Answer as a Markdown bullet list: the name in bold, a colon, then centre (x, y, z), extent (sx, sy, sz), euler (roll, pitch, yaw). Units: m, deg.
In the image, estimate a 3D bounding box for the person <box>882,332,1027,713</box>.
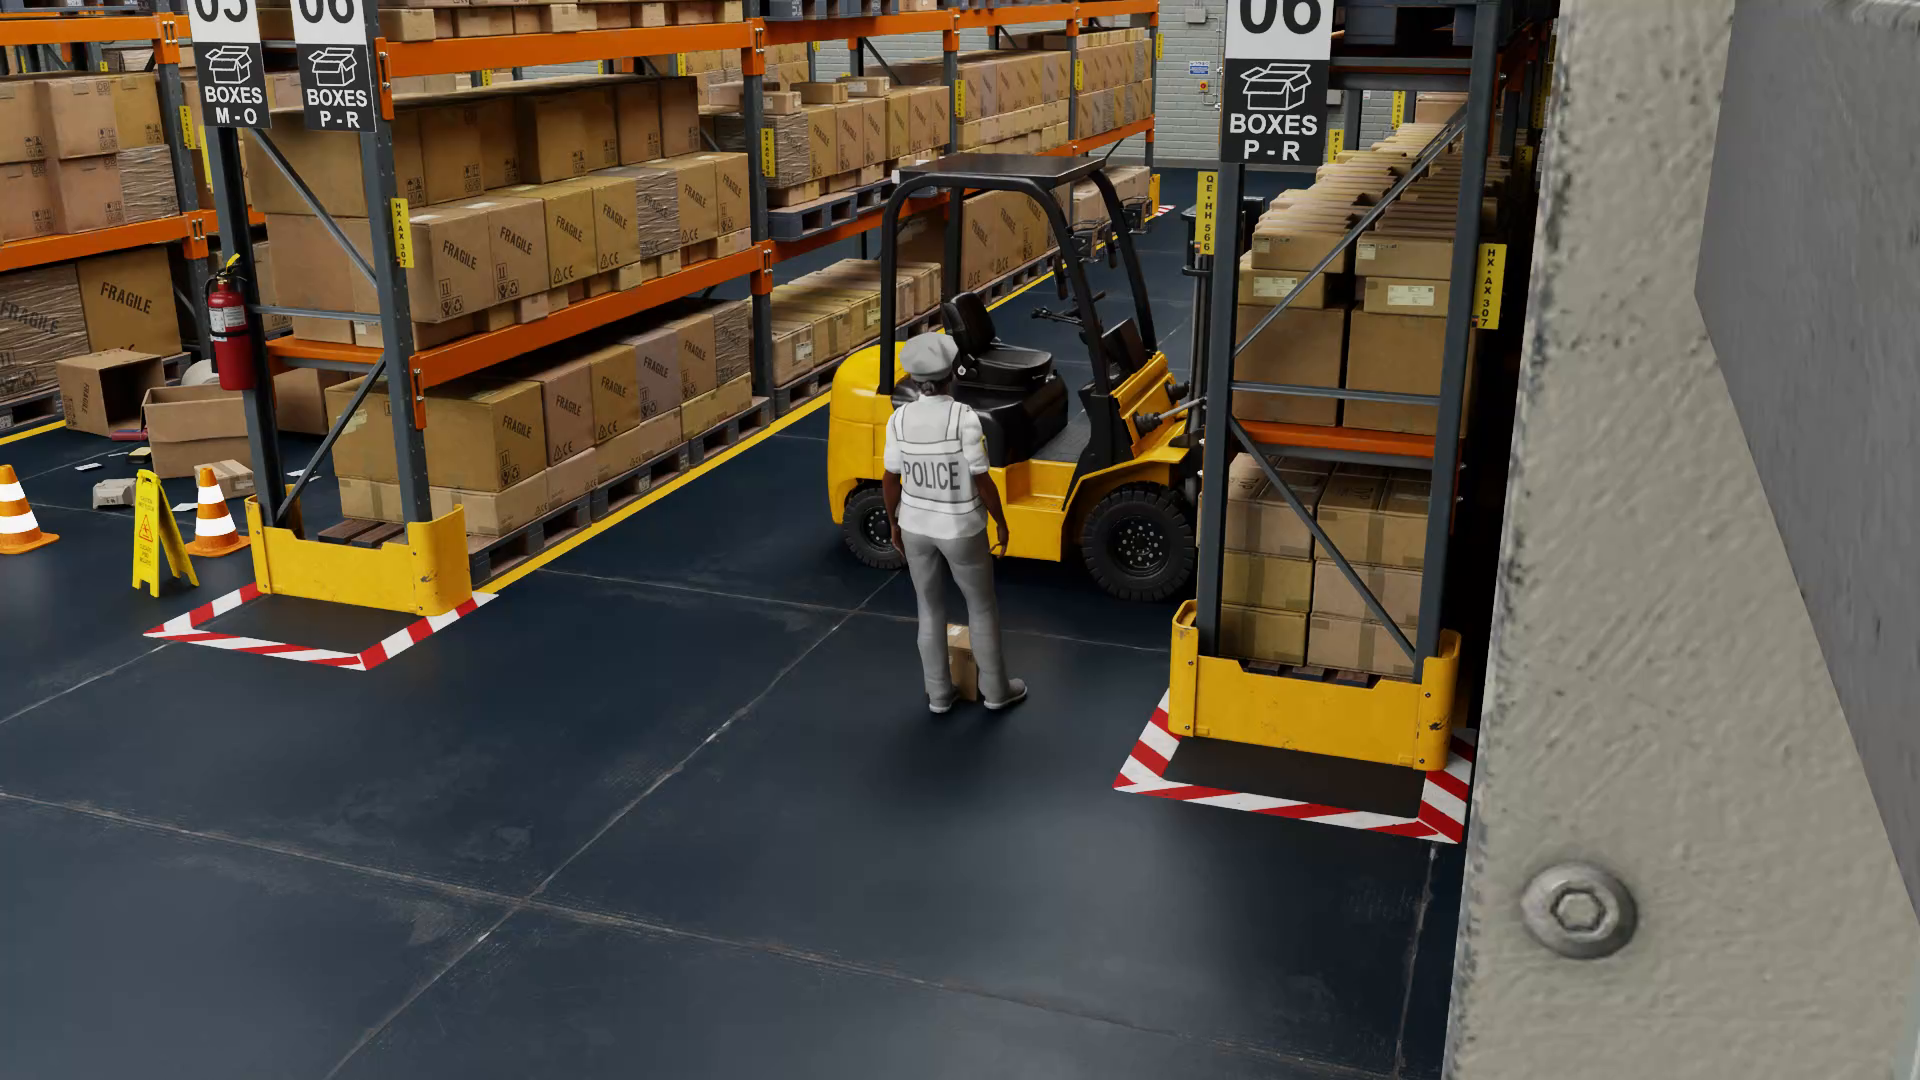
- **person**: centre (-0.030, -0.066, 7.181), extent (0.568, 1.690, 0.527), euler (6, 20, 18)
